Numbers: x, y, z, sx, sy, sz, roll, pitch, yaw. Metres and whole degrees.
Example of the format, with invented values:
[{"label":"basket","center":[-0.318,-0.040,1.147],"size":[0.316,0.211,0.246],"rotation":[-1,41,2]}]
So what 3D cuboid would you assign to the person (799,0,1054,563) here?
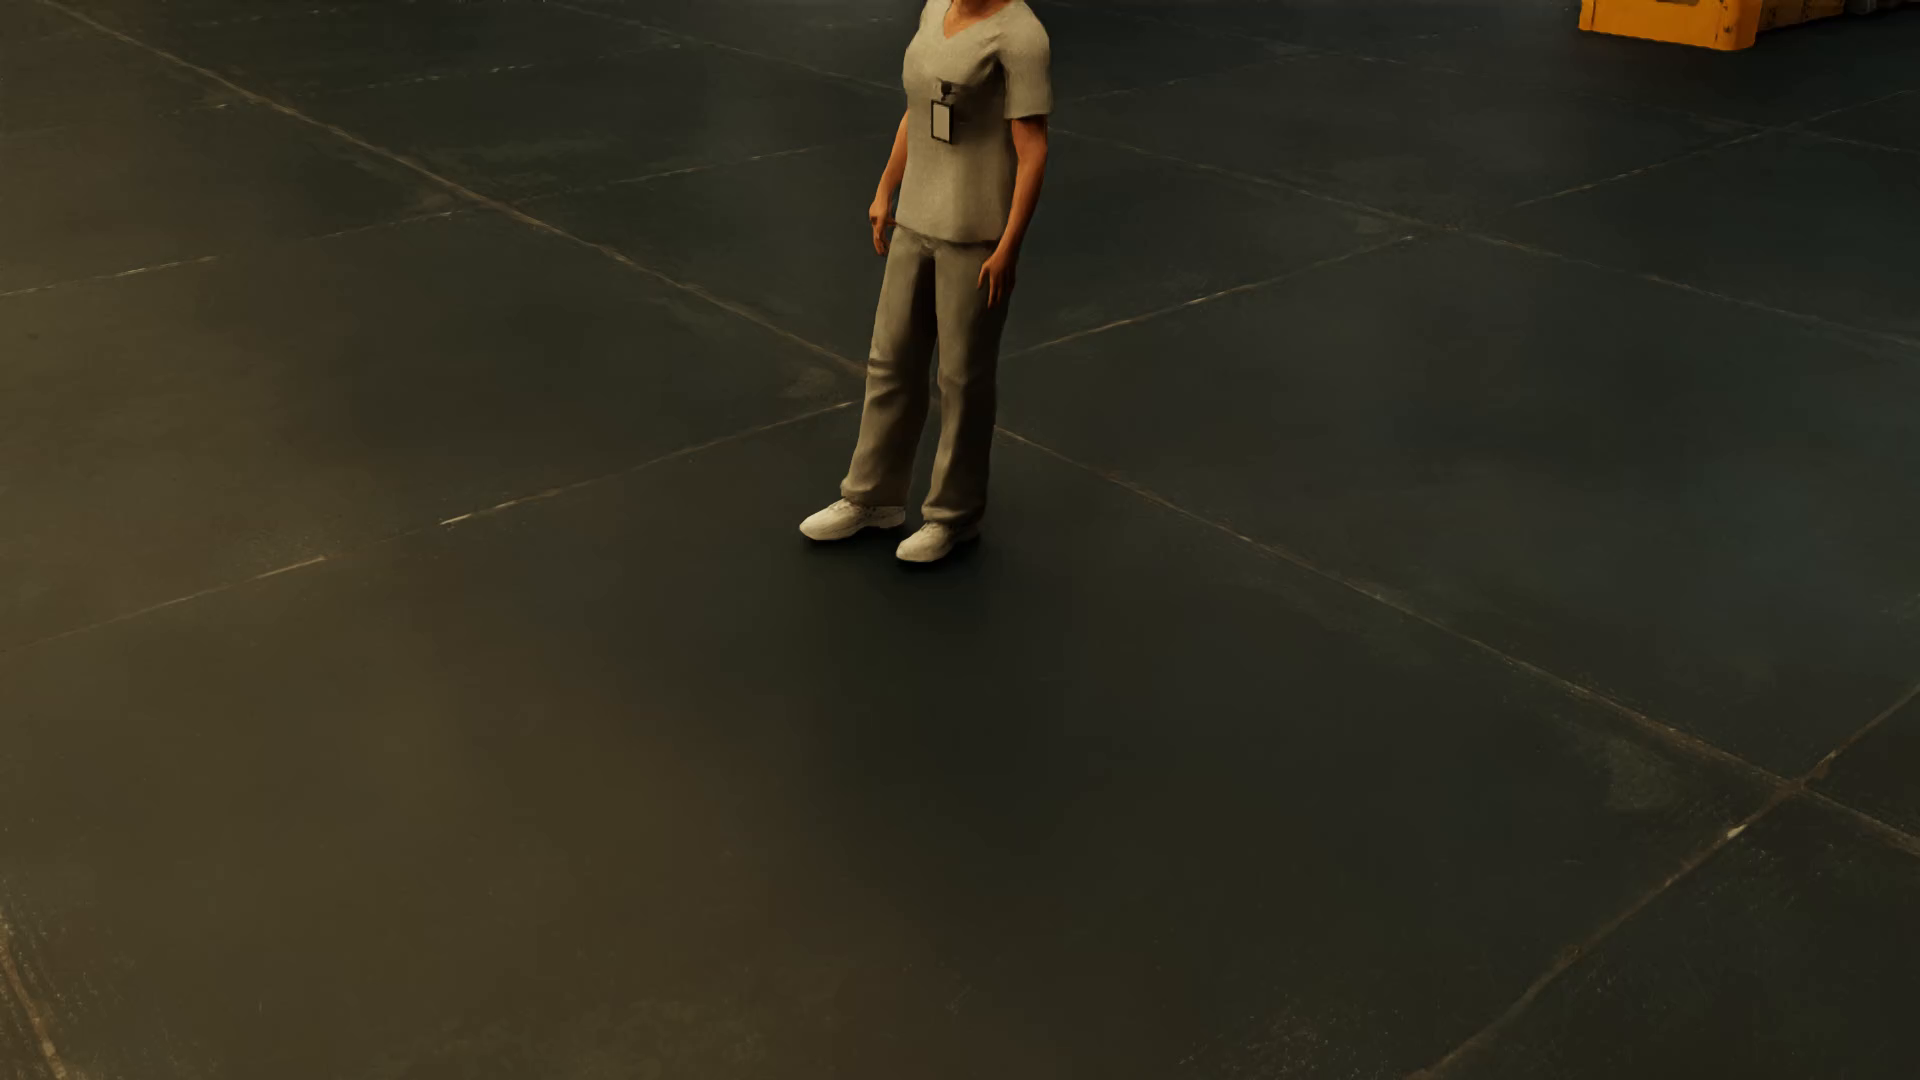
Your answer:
[{"label":"person","center":[-0.065,-0.741,4.092],"size":[0.548,1.674,0.550],"rotation":[-20,33,-35]}]
